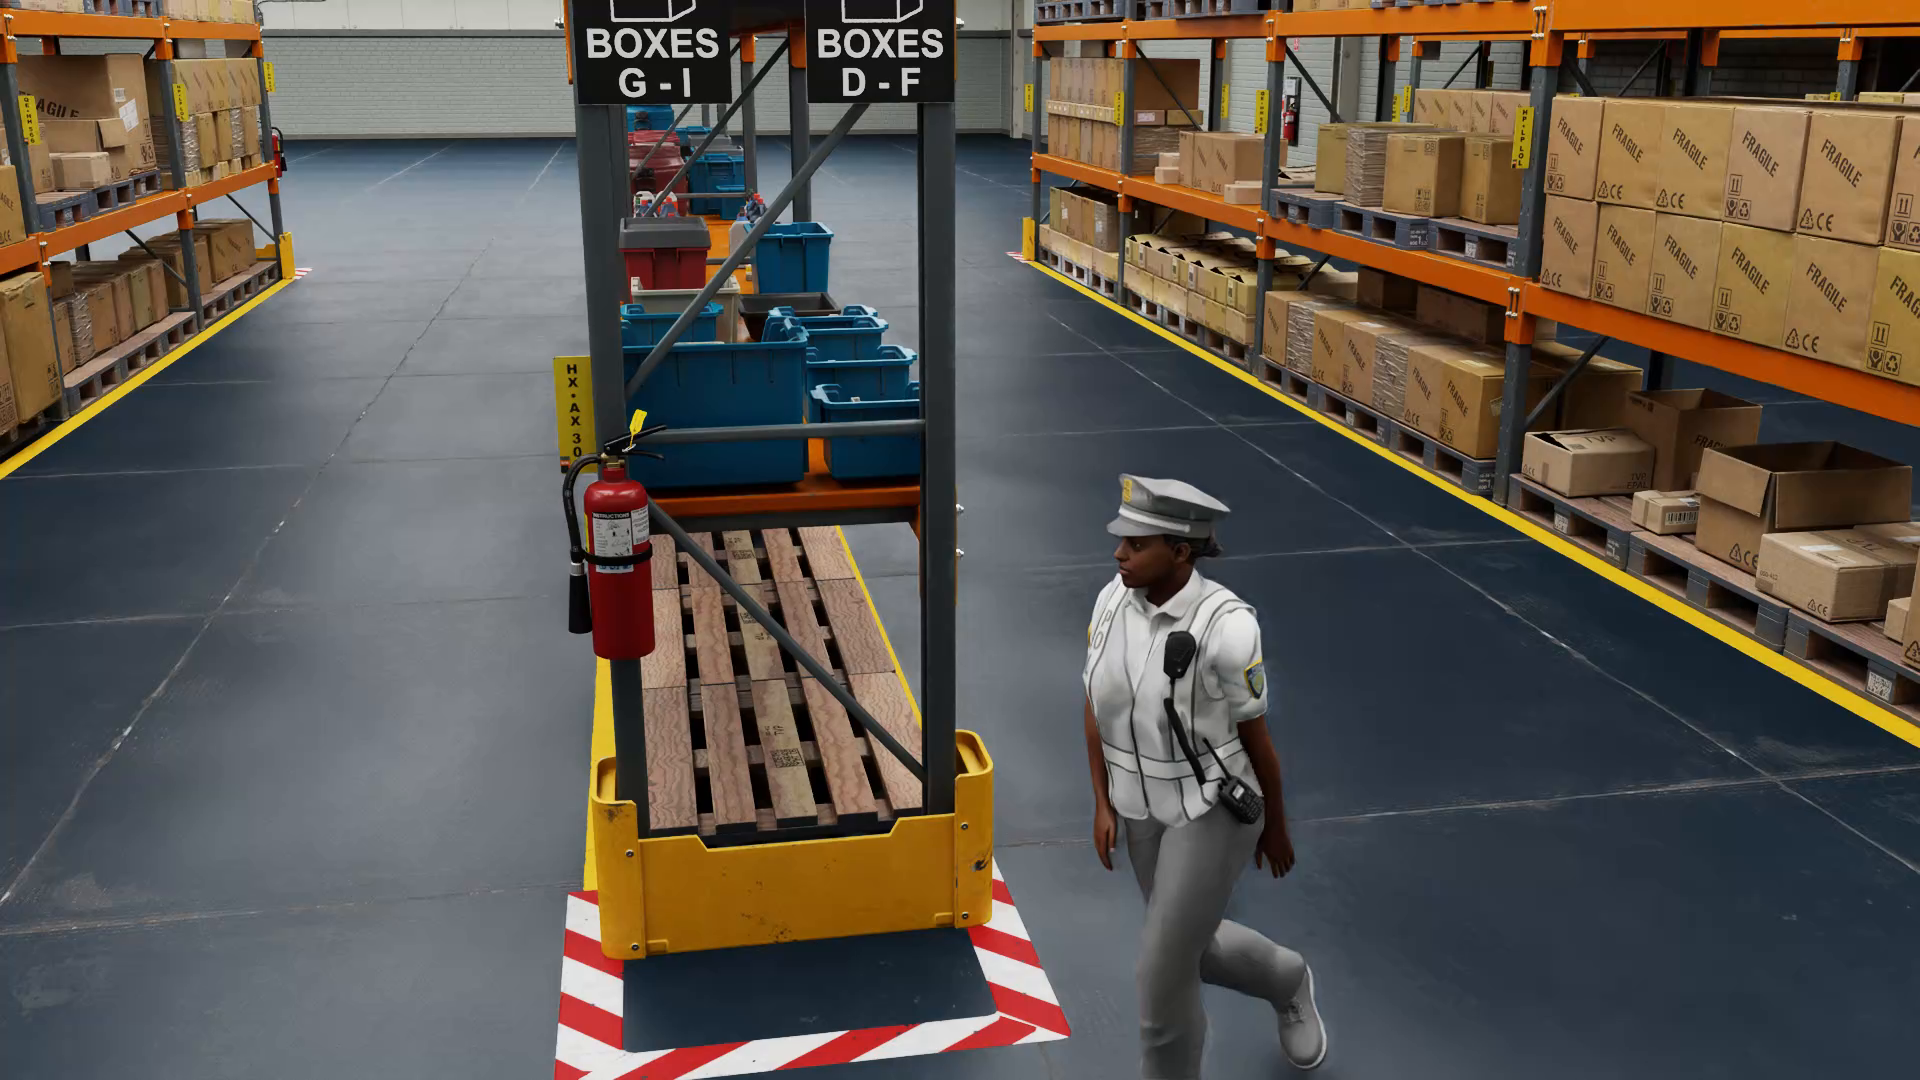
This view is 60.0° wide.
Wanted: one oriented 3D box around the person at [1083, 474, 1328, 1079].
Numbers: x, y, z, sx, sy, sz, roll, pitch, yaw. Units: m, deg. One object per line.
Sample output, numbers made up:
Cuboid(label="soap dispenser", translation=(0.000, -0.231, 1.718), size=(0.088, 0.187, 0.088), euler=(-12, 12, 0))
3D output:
Cuboid(label="person", translation=(0.556, 0.609, 3.962), size=(0.852, 1.634, 0.477), euler=(-16, 23, -42))
